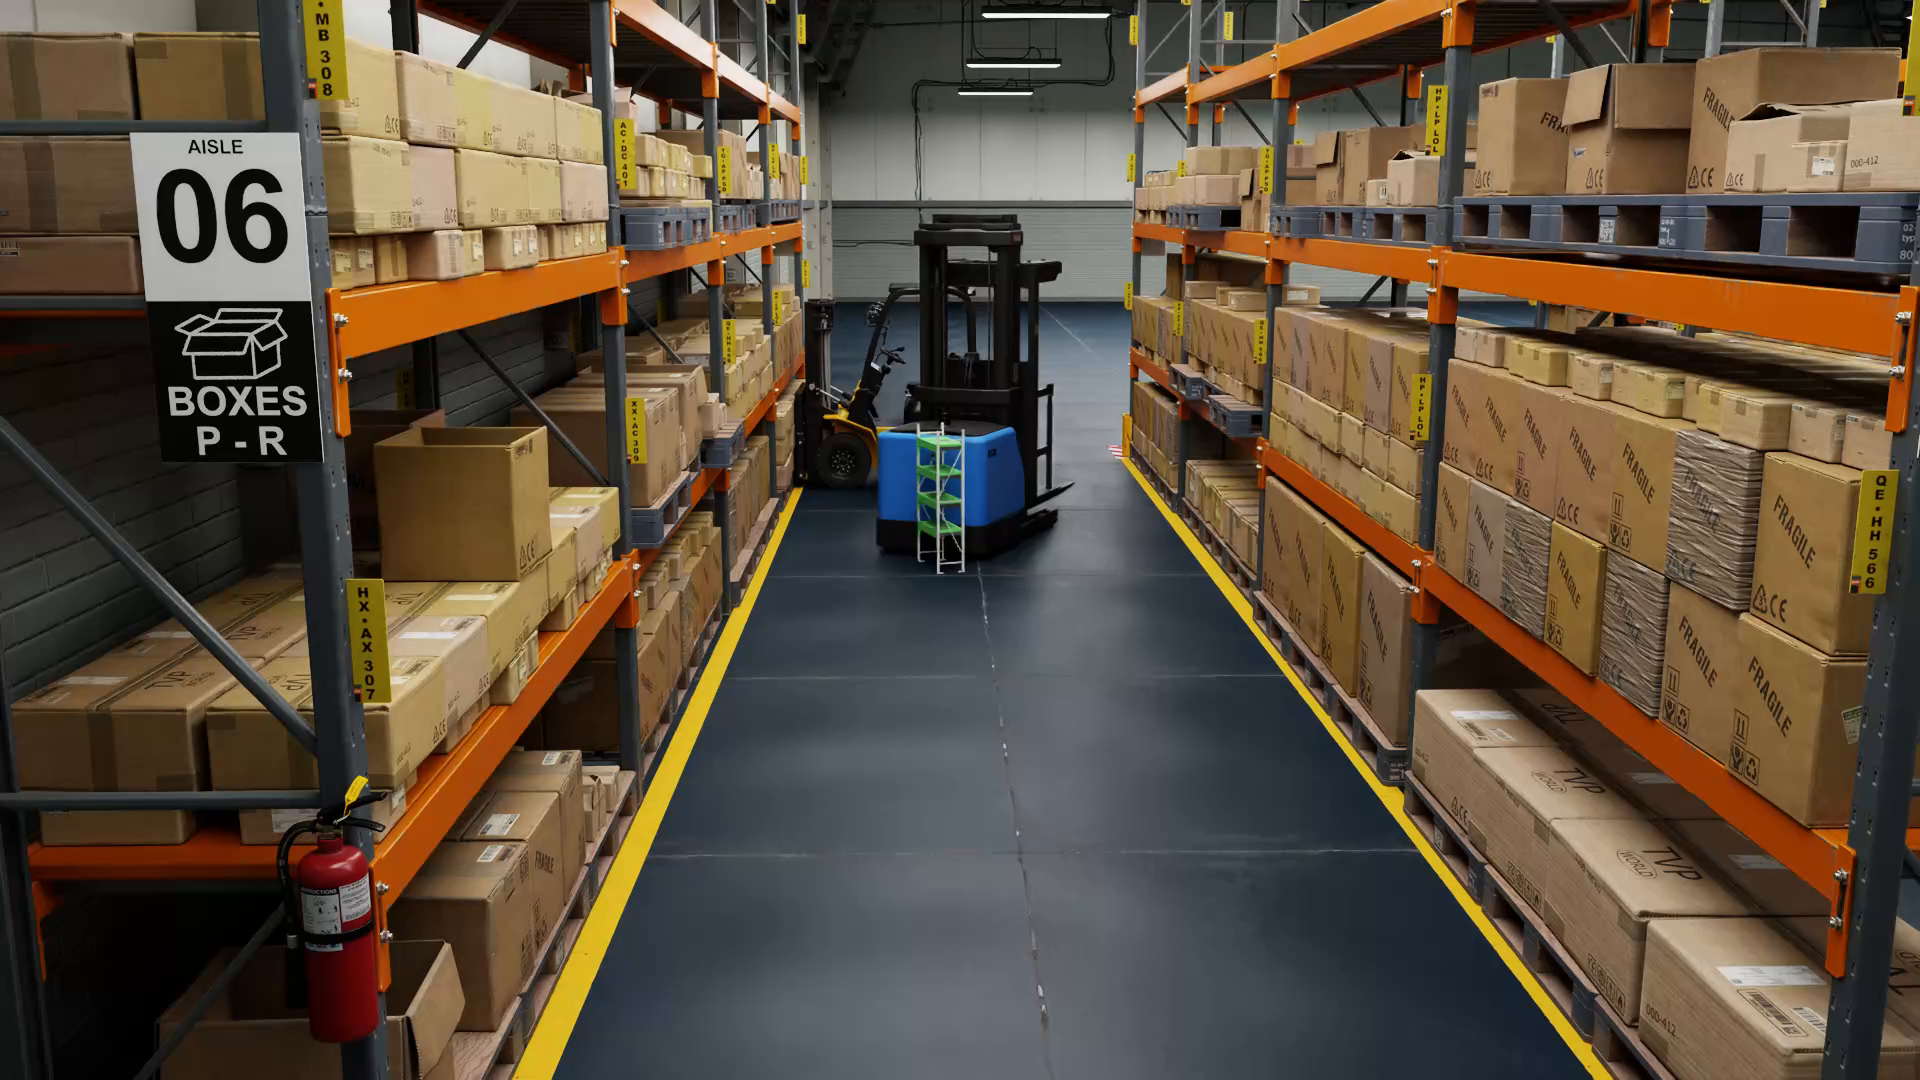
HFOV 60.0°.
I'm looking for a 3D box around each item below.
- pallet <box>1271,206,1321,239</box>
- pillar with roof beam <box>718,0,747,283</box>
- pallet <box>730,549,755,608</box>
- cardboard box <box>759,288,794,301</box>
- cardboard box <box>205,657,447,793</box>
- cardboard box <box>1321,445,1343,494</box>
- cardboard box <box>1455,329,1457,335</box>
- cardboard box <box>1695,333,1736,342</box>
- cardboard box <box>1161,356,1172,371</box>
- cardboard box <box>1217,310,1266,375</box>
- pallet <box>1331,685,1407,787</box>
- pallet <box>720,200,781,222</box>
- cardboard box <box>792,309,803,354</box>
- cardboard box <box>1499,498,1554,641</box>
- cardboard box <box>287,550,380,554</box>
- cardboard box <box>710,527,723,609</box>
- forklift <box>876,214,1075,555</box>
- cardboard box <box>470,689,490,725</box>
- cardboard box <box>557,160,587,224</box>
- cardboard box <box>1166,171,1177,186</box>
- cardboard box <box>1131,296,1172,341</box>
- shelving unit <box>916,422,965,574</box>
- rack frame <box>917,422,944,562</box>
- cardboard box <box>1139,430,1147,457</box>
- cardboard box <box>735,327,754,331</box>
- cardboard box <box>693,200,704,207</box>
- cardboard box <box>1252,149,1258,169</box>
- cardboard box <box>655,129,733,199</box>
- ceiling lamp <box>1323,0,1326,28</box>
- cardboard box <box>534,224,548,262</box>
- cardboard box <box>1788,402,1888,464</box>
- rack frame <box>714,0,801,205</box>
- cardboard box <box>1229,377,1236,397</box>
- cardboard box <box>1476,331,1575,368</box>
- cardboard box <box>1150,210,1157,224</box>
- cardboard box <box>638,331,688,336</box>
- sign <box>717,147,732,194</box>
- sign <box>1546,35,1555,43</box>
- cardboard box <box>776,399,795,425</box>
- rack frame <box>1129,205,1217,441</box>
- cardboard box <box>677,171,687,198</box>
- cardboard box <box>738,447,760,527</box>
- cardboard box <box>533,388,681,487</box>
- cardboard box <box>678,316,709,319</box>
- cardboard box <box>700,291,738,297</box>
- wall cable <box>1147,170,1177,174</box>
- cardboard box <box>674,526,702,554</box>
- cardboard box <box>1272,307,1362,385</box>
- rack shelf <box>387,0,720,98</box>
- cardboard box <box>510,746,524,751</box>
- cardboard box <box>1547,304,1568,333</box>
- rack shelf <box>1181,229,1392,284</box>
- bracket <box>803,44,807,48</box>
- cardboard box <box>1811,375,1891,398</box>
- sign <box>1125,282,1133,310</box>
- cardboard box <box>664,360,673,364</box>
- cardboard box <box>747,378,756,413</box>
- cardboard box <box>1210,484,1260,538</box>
[{"bbox_3d":[2.807,-2.175,11.359,1.213,0.211,1.003,0,11,1],"label":"pallet"},{"bbox_3d":[0.906,-6.503,24.672,9.100,9.000,0.400,0,11,-1],"label":"pillar with roof beam"},{"bbox_3d":[-2.200,0.298,13.249,1.003,0.211,1.213,0,11,-1],"label":"pallet"},{"bbox_3d":[-2.053,-2.735,18.557,0.380,0.149,0.250,0,11,0],"label":"cardboard box"},{"bbox_3d":[-1.796,0.522,4.761,0.500,0.250,0.500,0,11,-1],"label":"cardboard box"},{"bbox_3d":[2.546,-0.449,10.298,0.500,0.250,0.500,0,11,-1],"label":"cardboard box"},{"bbox_3d":[3.056,-0.959,9.666,0.500,0.500,0.500,-1,11,-3],"label":"cardboard box"},{"bbox_3d":[7.347,-1.705,15.856,0.500,0.500,0.500,0,11,-1],"label":"cardboard box"},{"bbox_3d":[2.323,-1.862,17.517,0.380,0.149,0.250,0,11,-2],"label":"cardboard box"},{"bbox_3d":[2.420,-1.619,13.628,0.500,0.500,0.500,-1,12,-5],"label":"cardboard box"},{"bbox_3d":[2.732,1.083,9.381,1.003,0.211,1.213,0,11,-1],"label":"pallet"},{"bbox_3d":[-2.348,-3.296,16.629,1.003,0.211,1.213,0,11,-1],"label":"pallet"},{"bbox_3d":[-2.114,-2.447,19.516,0.500,0.500,0.500,0,11,-2],"label":"cardboard box"},{"bbox_3d":[2.582,0.114,6.894,0.500,0.500,0.500,0,11,-1],"label":"cardboard box"},{"bbox_3d":[-2.373,0.120,6.743,0.500,0.250,0.500,0,11,0],"label":"cardboard box"},{"bbox_3d":[-1.998,0.198,11.961,0.500,0.500,0.500,0,11,0],"label":"cardboard box"},{"bbox_3d":[0.290,-1.558,15.560,1.130,2.935,3.031,5,12,22],"label":"forklift"},{"bbox_3d":[-1.836,0.537,5.692,0.380,0.149,0.250,0,11,0],"label":"cardboard box"},{"bbox_3d":[-1.857,-1.454,6.955,0.500,0.250,0.500,-1,11,-3],"label":"cardboard box"},{"bbox_3d":[2.299,-3.675,16.903,0.380,0.149,0.250,0,11,1],"label":"cardboard box"},{"bbox_3d":[2.308,-2.615,19.598,0.500,0.500,0.500,0,11,-2],"label":"cardboard box"},{"bbox_3d":[-0.166,-0.361,14.010,0.258,1.200,0.503,-4,12,-20],"label":"shelving unit"},{"bbox_3d":[-0.253,-0.406,14.234,0.240,1.200,0.015,-4,12,-20],"label":"rack frame"},{"bbox_3d":[2.319,-1.111,19.042,0.500,0.250,0.500,0,11,1],"label":"cardboard box"},{"bbox_3d":[-2.019,-1.795,14.673,0.380,0.149,0.250,-1,11,-3],"label":"cardboard box"},{"bbox_3d":[-1.957,-2.100,10.891,0.500,0.250,0.500,0,11,-1],"label":"cardboard box"},{"bbox_3d":[2.798,-3.453,15.248,0.500,0.250,0.500,0,11,0],"label":"cardboard box"},{"bbox_3d":[-1.993,-2.823,12.519,0.500,0.500,0.500,0,11,-1],"label":"cardboard box"},{"bbox_3d":[8.511,-11.588,35.054,2.000,3.185,0.800,0,11,-1],"label":"ceiling lamp"},{"bbox_3d":[-1.861,-1.182,6.619,0.380,0.149,0.250,0,11,1],"label":"cardboard box"},{"bbox_3d":[2.669,-0.313,4.852,0.380,0.149,0.250,0,11,0],"label":"cardboard box"},{"bbox_3d":[-2.387,-5.435,19.406,1.000,3.000,0.127,0,11,-1],"label":"rack frame"},{"bbox_3d":[2.374,-1.226,13.322,0.380,0.149,0.250,-1,11,-4],"label":"cardboard box"},{"bbox_3d":[2.592,-0.873,7.610,0.380,0.149,0.250,0,11,0],"label":"cardboard box"},{"bbox_3d":[2.288,-3.539,18.236,0.380,0.149,0.250,0,11,-1],"label":"cardboard box"},{"bbox_3d":[-2.527,-1.693,14.166,0.380,0.149,0.250,0,11,-1],"label":"cardboard box"},{"bbox_3d":[-1.679,-2.630,11.824,0.100,0.325,0.005,0,11,-1],"label":"sign"},{"bbox_3d":[6.967,-6.031,19.596,0.100,0.325,0.005,0,11,-1],"label":"sign"},{"bbox_3d":[-2.023,-1.346,17.685,0.500,0.250,0.500,0,11,1],"label":"cardboard box"},{"bbox_3d":[2.576,-2.516,20.107,1.000,3.000,0.127,0,11,-1],"label":"rack frame"},{"bbox_3d":[-1.767,-2.026,9.471,0.380,0.149,0.250,0,11,0],"label":"cardboard box"},{"bbox_3d":[-2.274,-0.484,15.006,0.875,0.625,0.625,0,11,-2],"label":"cardboard box"},{"bbox_3d":[-1.936,-0.564,9.179,0.700,0.500,0.500,0,11,-1],"label":"cardboard box"},{"bbox_3d":[-2.568,-2.129,16.319,0.380,0.149,0.250,0,11,-1],"label":"cardboard box"},{"bbox_3d":[-2.581,-2.580,17.790,0.380,0.149,0.250,0,11,0],"label":"cardboard box"},{"bbox_3d":[6.859,-13.550,50.853,2.305,6.003,0.169,0,11,-1],"label":"wall cable"},{"bbox_3d":[-1.960,0.001,11.302,0.380,0.149,0.250,-1,11,-3],"label":"cardboard box"},{"bbox_3d":[2.507,-1.366,11.671,0.500,0.500,0.500,-1,11,-3],"label":"cardboard box"},{"bbox_3d":[-2.180,-2.899,9.719,1.077,0.370,4.000,0,11,-1],"label":"rack shelf"},{"bbox_3d":[-2.362,1.135,7.818,0.500,0.311,0.500,0,11,1],"label":"cardboard box"},{"bbox_3d":[7.575,-2.556,19.929,0.875,0.550,0.550,0,11,-1],"label":"cardboard box"},{"bbox_3d":[2.700,-2.441,14.001,1.077,0.370,4.000,0,11,-1],"label":"rack shelf"},{"bbox_3d":[-3.229,-10.042,33.061,0.076,0.066,4.783,0,11,-1],"label":"bracket"},{"bbox_3d":[3.127,-0.472,5.636,0.380,0.149,0.250,0,11,-1],"label":"cardboard box"},{"bbox_3d":[2.033,-2.938,20.010,0.100,0.325,0.005,0,11,-1],"label":"sign"},{"bbox_3d":[-2.521,-1.266,13.065,0.500,0.250,0.500,0,11,-1],"label":"cardboard box"},{"bbox_3d":[-2.019,-1.226,14.125,0.500,0.250,0.500,0,11,1],"label":"cardboard box"},{"bbox_3d":[2.706,-0.253,14.508,0.950,0.372,0.625,0,11,1],"label":"cardboard box"}]
